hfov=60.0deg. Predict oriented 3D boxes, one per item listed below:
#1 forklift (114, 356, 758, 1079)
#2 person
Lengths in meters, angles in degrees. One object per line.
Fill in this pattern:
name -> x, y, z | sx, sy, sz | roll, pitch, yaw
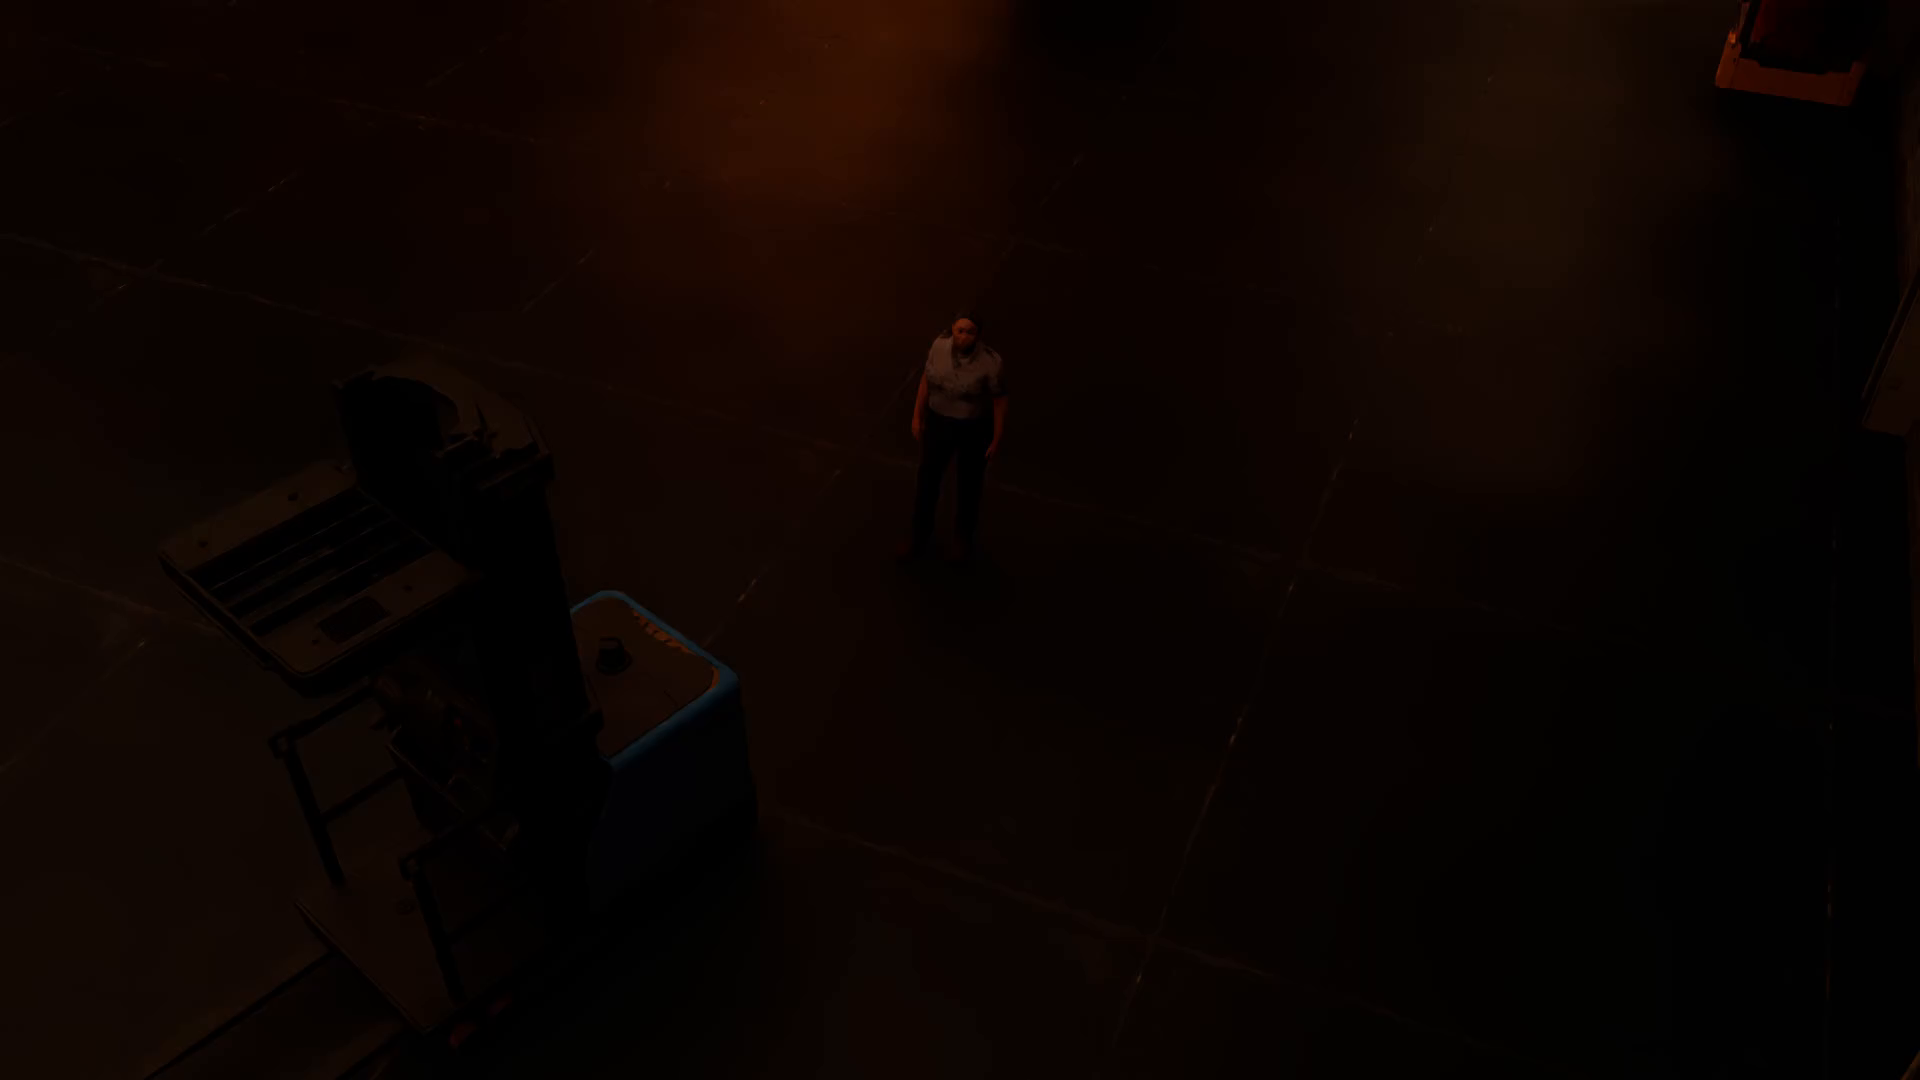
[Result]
forklift -> -2.394, 0.828, 7.017 | 1.130, 2.935, 3.031 | 30, 49, 31
person -> -0.056, -0.583, 9.704 | 0.598, 1.633, 0.501 | 15, 42, 17
